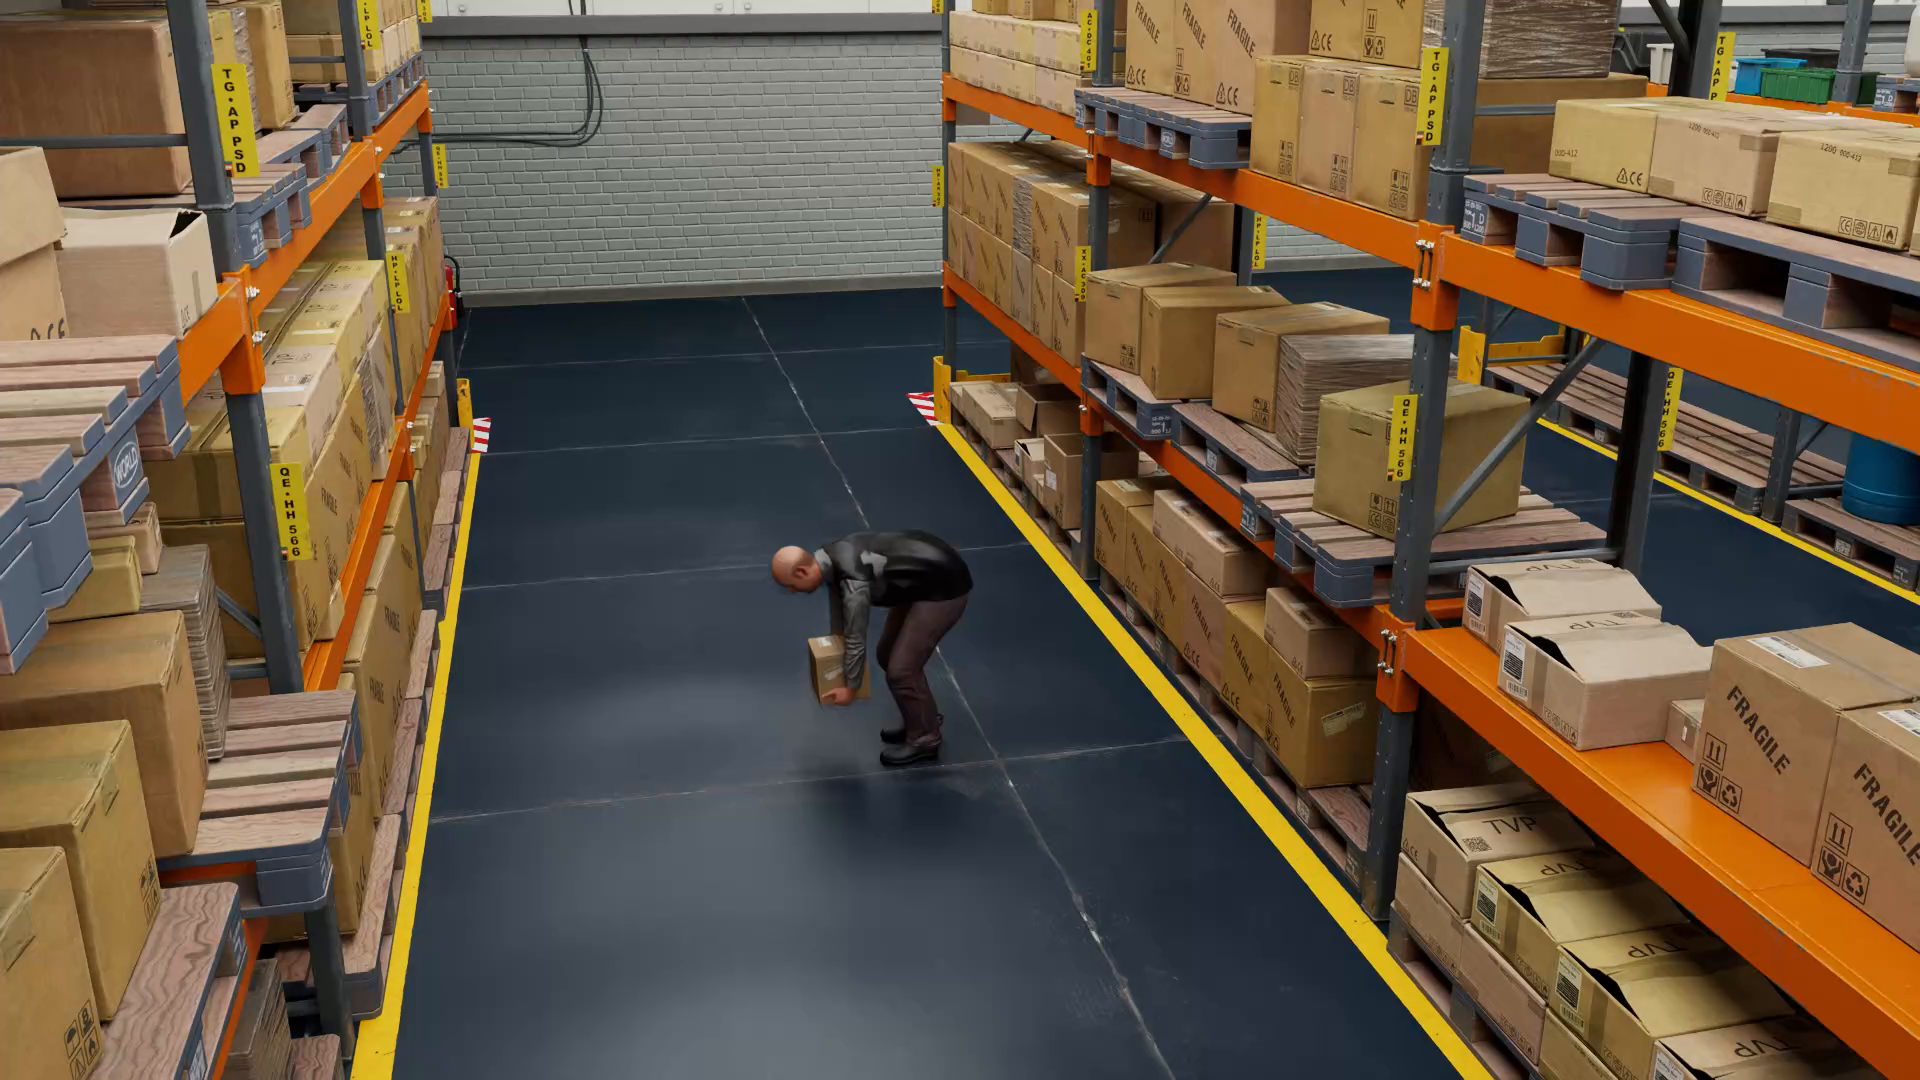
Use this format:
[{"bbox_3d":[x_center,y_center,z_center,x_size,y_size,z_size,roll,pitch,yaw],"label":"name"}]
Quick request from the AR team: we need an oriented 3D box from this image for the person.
[{"bbox_3d":[-0.412,0.450,8.001,0.916,1.281,0.464,-5,20,-14],"label":"person"}]
